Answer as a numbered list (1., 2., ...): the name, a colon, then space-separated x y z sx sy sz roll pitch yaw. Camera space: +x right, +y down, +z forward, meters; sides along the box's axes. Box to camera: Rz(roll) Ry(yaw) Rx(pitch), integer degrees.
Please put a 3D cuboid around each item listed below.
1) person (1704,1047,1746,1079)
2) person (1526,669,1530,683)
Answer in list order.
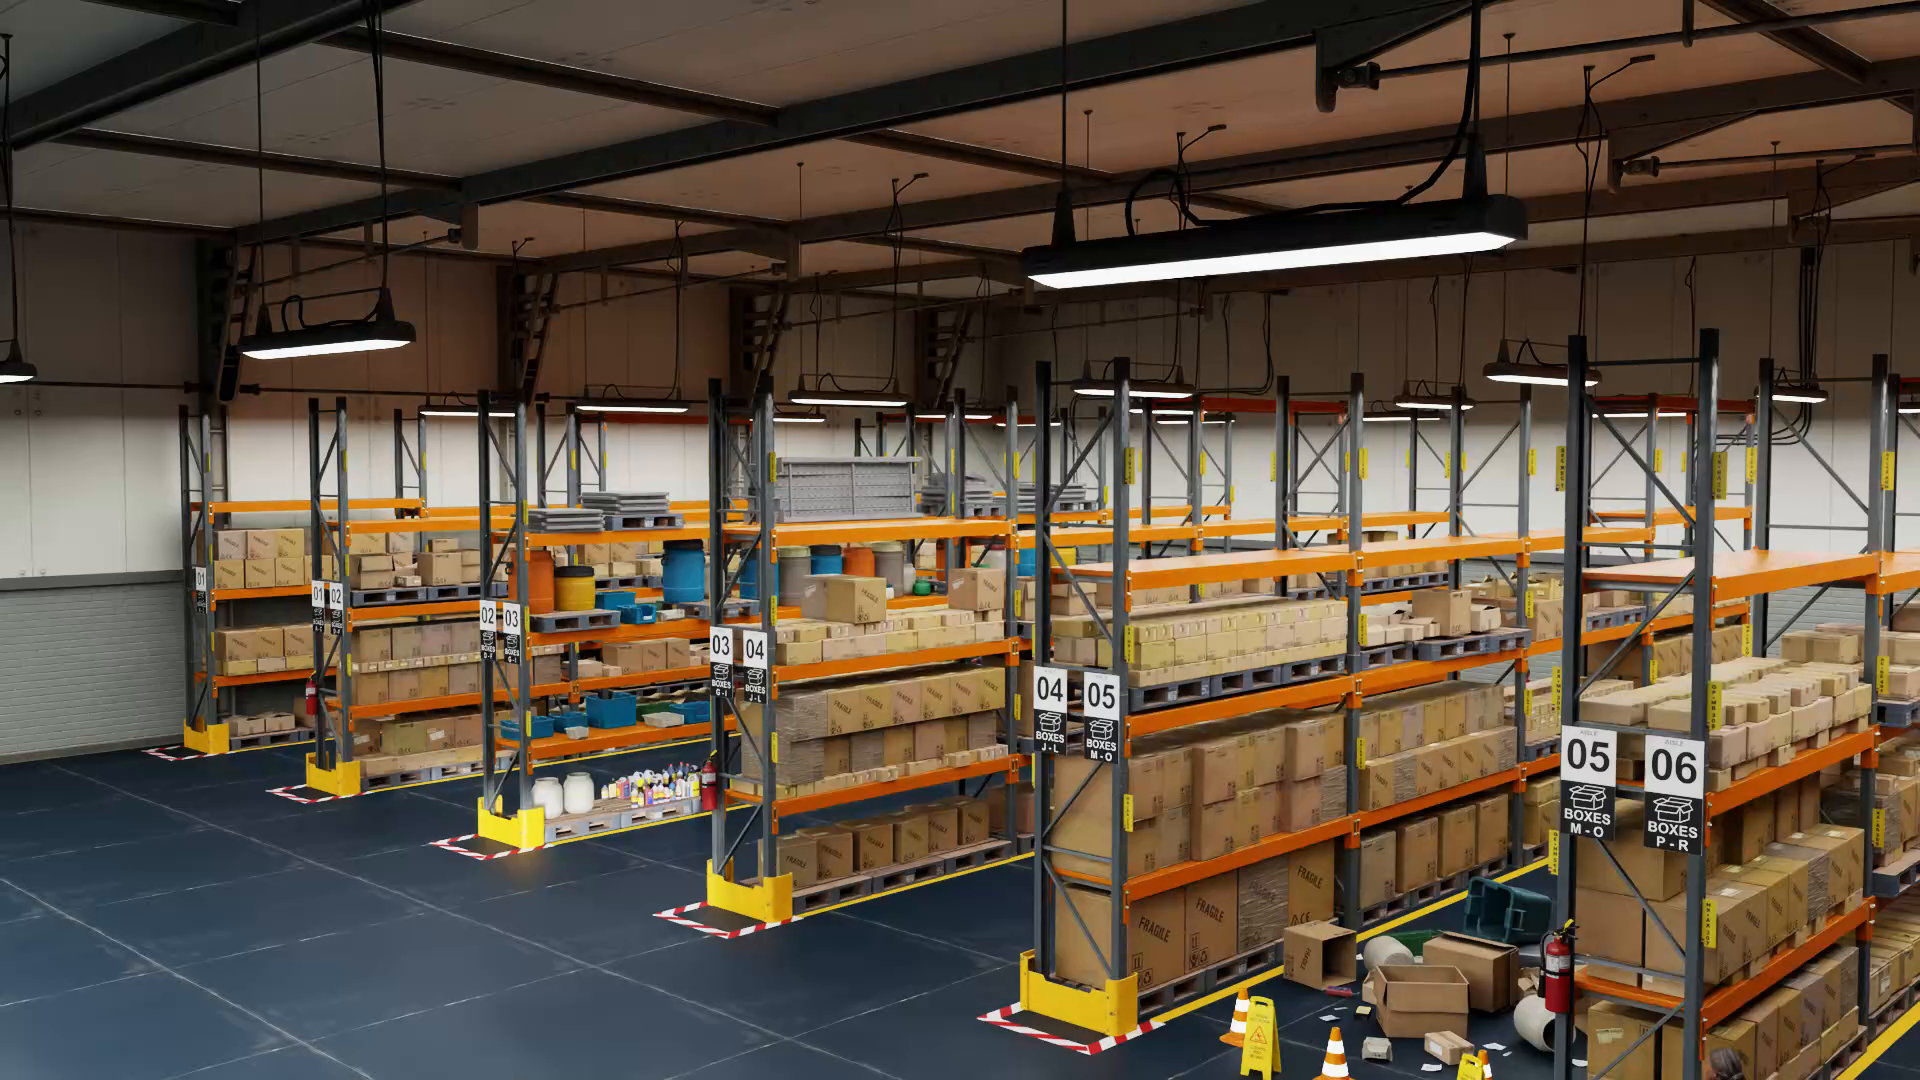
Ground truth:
1. person: 4.504 3.810 9.796 0.599 1.647 0.445 1 3 25
2. person: 8.966 2.898 26.640 0.432 1.737 0.545 0 3 6
